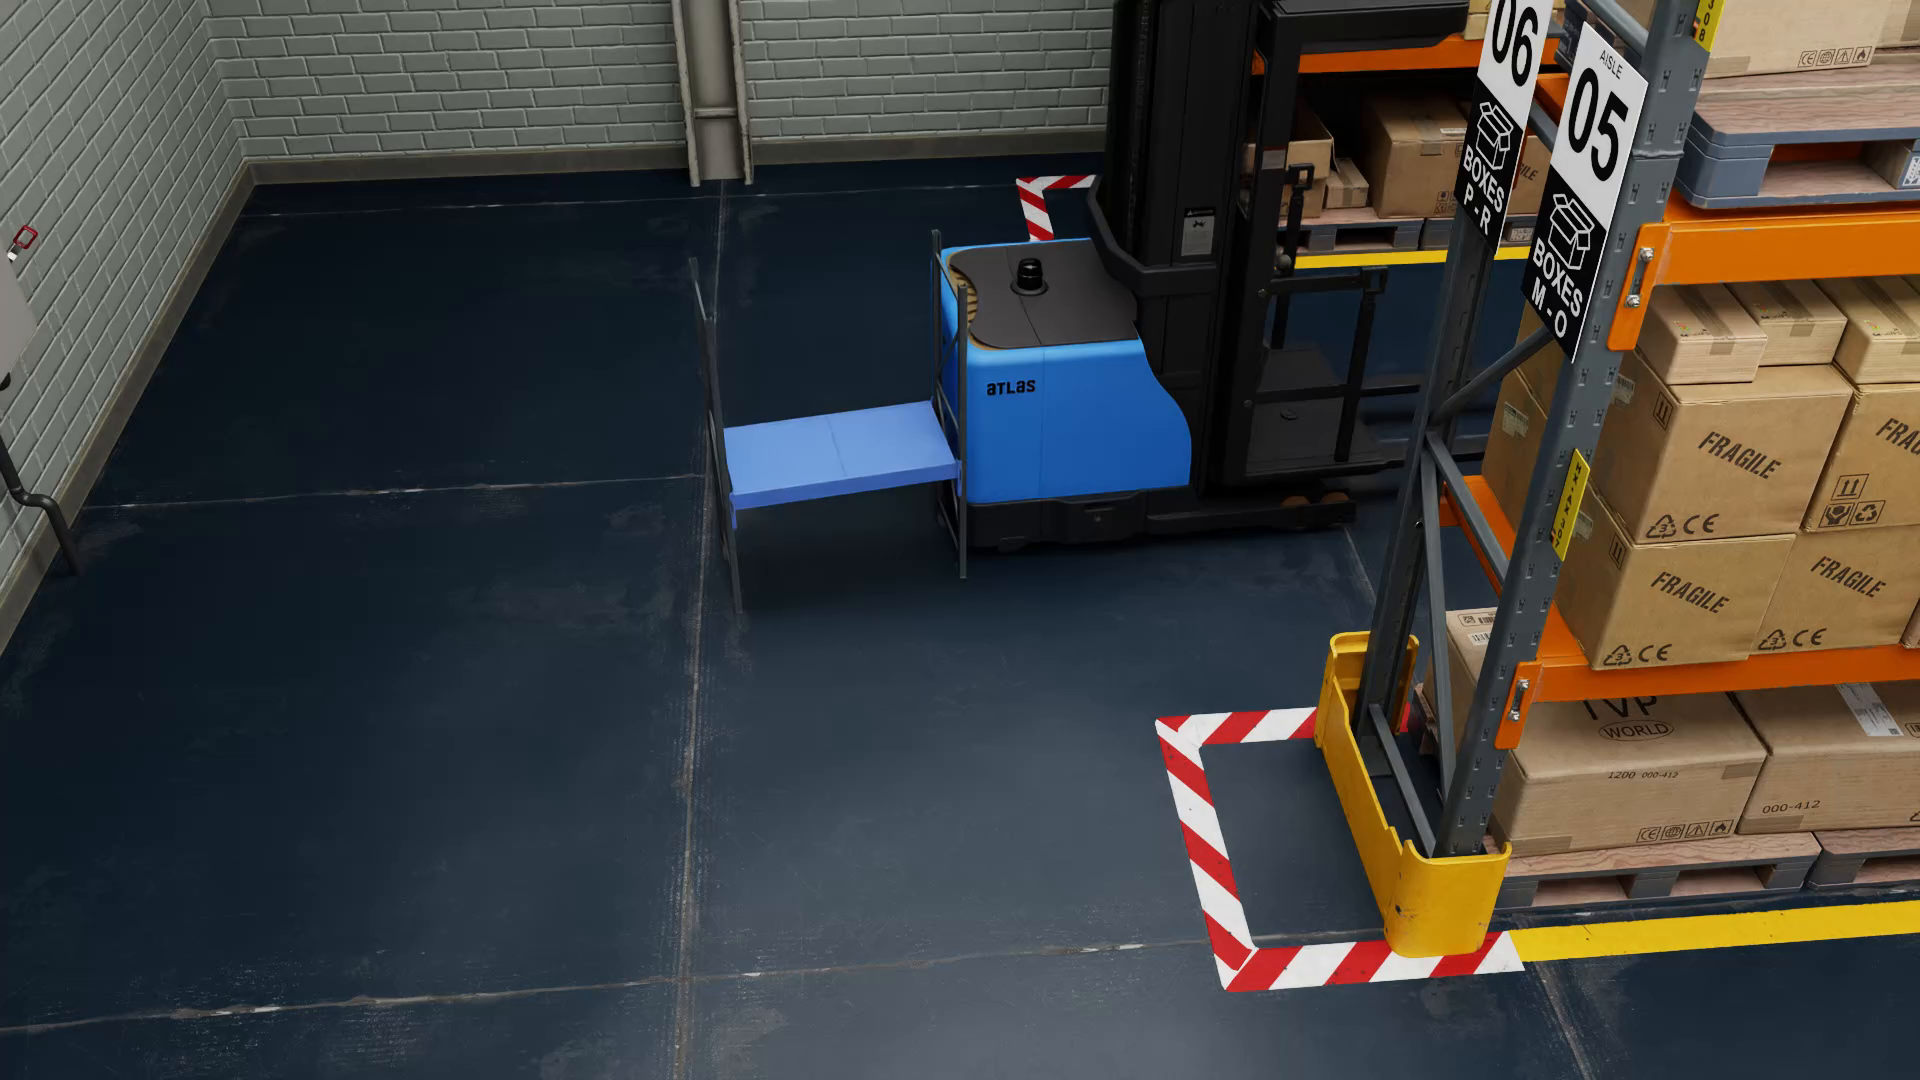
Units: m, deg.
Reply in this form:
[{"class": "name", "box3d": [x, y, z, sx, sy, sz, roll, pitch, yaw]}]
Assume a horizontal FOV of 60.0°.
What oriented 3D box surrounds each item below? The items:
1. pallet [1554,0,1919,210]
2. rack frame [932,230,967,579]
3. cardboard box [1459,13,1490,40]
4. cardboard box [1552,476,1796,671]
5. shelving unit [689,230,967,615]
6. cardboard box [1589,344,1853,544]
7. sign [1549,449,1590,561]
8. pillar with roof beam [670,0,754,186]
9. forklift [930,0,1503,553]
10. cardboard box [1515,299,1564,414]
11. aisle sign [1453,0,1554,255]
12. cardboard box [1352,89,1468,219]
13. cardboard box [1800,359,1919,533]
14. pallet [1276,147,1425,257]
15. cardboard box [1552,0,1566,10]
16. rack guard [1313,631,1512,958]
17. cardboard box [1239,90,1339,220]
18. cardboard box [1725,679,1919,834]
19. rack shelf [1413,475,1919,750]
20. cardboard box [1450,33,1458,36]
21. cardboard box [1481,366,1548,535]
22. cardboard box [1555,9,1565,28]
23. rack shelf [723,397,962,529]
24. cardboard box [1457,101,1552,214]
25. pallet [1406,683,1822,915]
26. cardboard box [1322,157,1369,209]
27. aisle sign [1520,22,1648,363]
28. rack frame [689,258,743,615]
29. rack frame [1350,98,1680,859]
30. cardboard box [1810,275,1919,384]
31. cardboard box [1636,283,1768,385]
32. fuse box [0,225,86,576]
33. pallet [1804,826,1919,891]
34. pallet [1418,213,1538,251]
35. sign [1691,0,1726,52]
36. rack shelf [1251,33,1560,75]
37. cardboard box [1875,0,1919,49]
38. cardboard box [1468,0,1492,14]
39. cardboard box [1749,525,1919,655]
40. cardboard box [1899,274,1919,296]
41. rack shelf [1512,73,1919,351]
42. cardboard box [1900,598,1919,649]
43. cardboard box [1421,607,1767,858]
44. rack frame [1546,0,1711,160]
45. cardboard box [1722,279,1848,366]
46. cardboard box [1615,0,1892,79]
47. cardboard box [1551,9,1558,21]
[{"class": "pallet", "box3d": [2.412, -1.258, 4.573, 1.213, 0.211, 1.003, -3, 38, -4]}, {"class": "rack frame", "box3d": [-0.045, -0.562, 7.252, 0.032, 1.500, 0.500, -9, 39, -11]}, {"class": "cardboard box", "box3d": [2.870, -2.921, 9.233, 0.250, 0.149, 0.380, -4, 38, -5]}, {"class": "cardboard box", "box3d": [2.178, 0.043, 5.193, 0.500, 0.500, 0.500, -3, 38, -4]}, {"class": "shelving unit", "box3d": [-0.538, -0.487, 7.156, 1.048, 1.500, 0.538, -9, 39, -11]}, {"class": "cardboard box", "box3d": [2.177, -0.351, 4.885, 0.500, 0.500, 0.500, -4, 38, -5]}, {"class": "sign", "box3d": [1.717, -0.096, 4.688, 0.005, 0.325, 0.100, -3, 38, -4]}, {"class": "pillar with roof beam", "box3d": [-1.153, -3.238, 4.589, 0.400, 9.000, 9.100, -3, 38, -4]}, {"class": "forklift", "box3d": [1.412, -1.511, 7.298, 3.031, 2.935, 1.130, -5, 39, -7]}, {"class": "cardboard box", "box3d": [2.133, -0.673, 5.294, 0.500, 0.500, 0.500, -2, 38, -2]}, {"class": "aisle sign", "box3d": [1.575, -1.276, 4.847, 0.004, 0.787, 0.394, -3, 38, -4]}, {"class": "cardboard box", "box3d": [2.703, -2.312, 9.938, 0.500, 0.500, 0.700, -2, 38, -2]}, {"class": "cardboard box", "box3d": [2.692, -0.383, 4.926, 0.500, 0.500, 0.500, -4, 38, -5]}, {"class": "pallet", "box3d": [2.101, -2.084, 10.221, 1.213, 0.211, 1.003, -3, 38, -4]}, {"class": "cardboard box", "box3d": [3.221, -3.146, 9.197, 0.500, 0.250, 0.500, -4, 38, -5]}, {"class": "rack guard", "box3d": [1.650, 0.914, 6.188, 0.348, 0.500, 1.175, -3, 38, -4]}, {"class": "cardboard box", "box3d": [1.848, -2.291, 9.908, 0.637, 0.503, 0.797, -5, 39, -6]}, {"class": "cardboard box", "box3d": [3.234, 0.619, 6.273, 0.875, 0.438, 0.875, -2, 38, -3]}, {"class": "rack shelf", "box3d": [3.666, 0.104, 5.777, 4.000, 0.370, 1.077, -3, 38, -4]}, {"class": "cardboard box", "box3d": [2.612, -2.953, 9.274, 0.250, 0.149, 0.380, -3, 38, -3]}, {"class": "cardboard box", "box3d": [2.131, -0.297, 5.624, 0.500, 0.500, 0.500, -3, 38, -4]}, {"class": "cardboard box", "box3d": [3.381, -3.004, 9.339, 0.250, 0.149, 0.380, -3, 38, -4]}, {"class": "rack shelf", "box3d": [-0.538, -0.346, 7.268, 1.000, 0.185, 0.538, -9, 39, -11]}, {"class": "cardboard box", "box3d": [3.239, -2.279, 9.896, 0.500, 0.500, 0.500, -2, 38, -3]}, {"class": "pallet", "box3d": [2.464, 0.934, 6.396, 1.213, 0.211, 1.003, -3, 38, -4]}, {"class": "cardboard box", "box3d": [2.275, -2.151, 10.017, 0.250, 0.149, 0.380, -5, 39, -6]}, {"class": "aisle sign", "box3d": [1.628, -0.906, 4.378, 0.004, 0.787, 0.394, -3, 38, -4]}, {"class": "rack frame", "box3d": [-1.032, -0.411, 7.060, 0.032, 1.500, 0.500, -9, 39, -11]}, {"class": "rack frame", "box3d": [1.674, -0.068, 5.415, 0.127, 3.000, 1.000, -3, 38, -4]}, {"class": "cardboard box", "box3d": [2.576, -0.605, 4.684, 0.250, 0.149, 0.380, -2, 38, -3]}, {"class": "cardboard box", "box3d": [2.052, -0.603, 4.682, 0.250, 0.149, 0.380, -2, 38, -3]}, {"class": "fuse box", "box3d": [-3.981, -0.543, 7.056, 0.414, 1.711, 0.539, -3, 38, -4]}, {"class": "pallet", "box3d": [3.676, 0.869, 6.478, 1.213, 0.211, 1.003, -3, 38, -4]}, {"class": "pallet", "box3d": [3.313, -2.149, 10.304, 1.213, 0.211, 1.003, -3, 38, -4]}, {"class": "sign", "box3d": [1.717, -1.277, 3.756, 0.005, 0.325, 0.100, -3, 38, -4]}, {"class": "rack shelf", "box3d": [3.223, -2.958, 9.658, 4.000, 0.370, 1.077, -3, 38, -4]}, {"class": "cardboard box", "box3d": [2.525, -1.504, 4.596, 0.250, 0.149, 0.380, -6, 39, -7]}, {"class": "cardboard box", "box3d": [2.713, -3.105, 9.144, 0.500, 0.250, 0.500, -4, 38, -5]}, {"class": "cardboard box", "box3d": [2.679, -0.002, 5.250, 0.500, 0.500, 0.500, -4, 38, -5]}, {"class": "cardboard box", "box3d": [2.837, -0.631, 4.716, 0.250, 0.149, 0.380, -4, 38, -5]}, {"class": "rack shelf", "box3d": [3.666, -1.073, 4.848, 4.000, 0.370, 1.077, -3, 38, -4]}, {"class": "cardboard box", "box3d": [3.187, -0.018, 5.271, 0.500, 0.500, 0.500, -3, 38, -4]}, {"class": "cardboard box", "box3d": [2.323, 0.675, 6.203, 0.875, 0.438, 0.875, -4, 38, -6]}, {"class": "rack frame", "box3d": [1.674, -2.423, 3.557, 0.127, 3.000, 1.000, -3, 38, -4]}, {"class": "cardboard box", "box3d": [2.307, -0.662, 4.755, 0.250, 0.149, 0.380, -2, 38, -3]}, {"class": "cardboard box", "box3d": [2.114, -1.471, 4.473, 0.500, 0.250, 0.500, -6, 39, -8]}, {"class": "cardboard box", "box3d": [3.131, -2.948, 9.267, 0.250, 0.149, 0.380, -2, 38, -3]}]
